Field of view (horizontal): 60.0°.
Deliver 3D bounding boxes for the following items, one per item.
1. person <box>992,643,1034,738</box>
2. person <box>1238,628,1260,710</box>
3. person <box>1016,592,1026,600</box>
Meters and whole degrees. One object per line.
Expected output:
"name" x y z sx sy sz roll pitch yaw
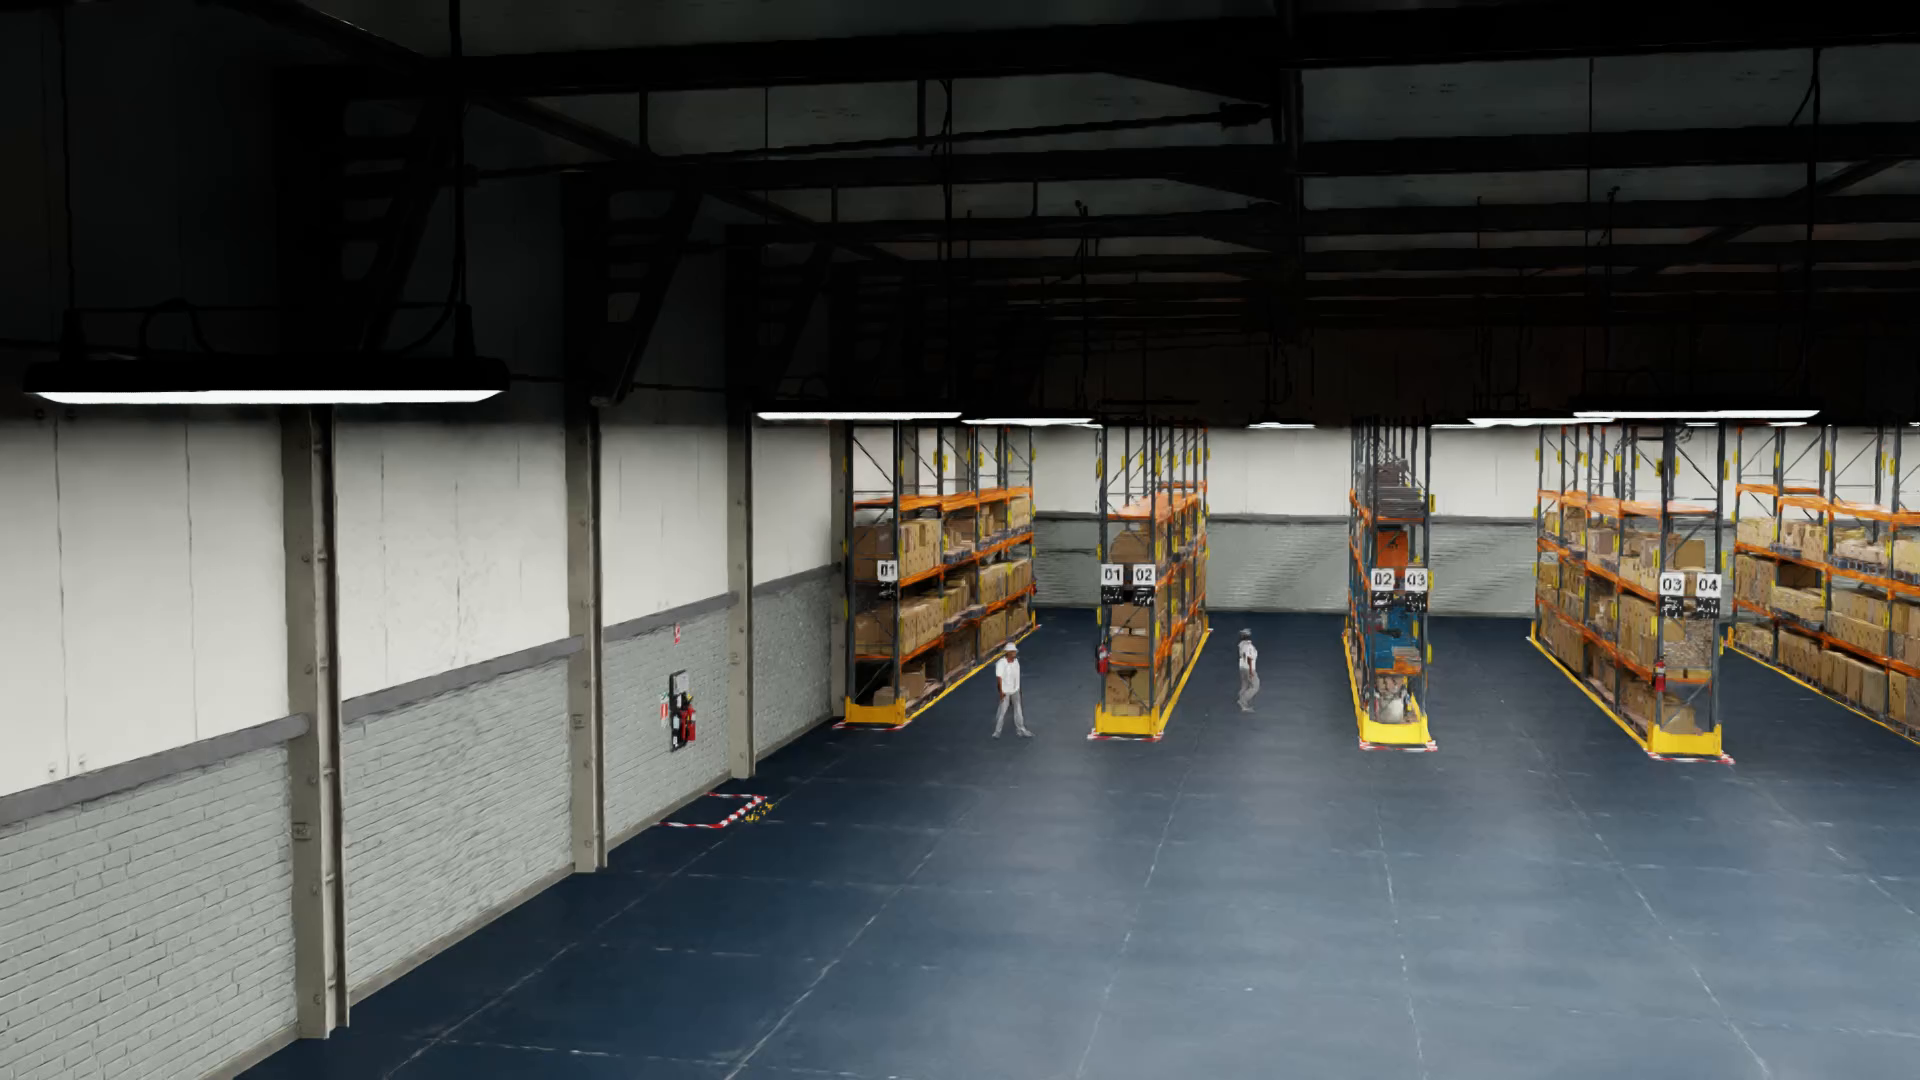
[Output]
"person" 0.951 2.776 30.827 0.731 1.758 0.533 -3 5 -41
"person" 5.821 2.636 33.802 0.422 1.674 0.501 -1 4 -16
"person" 1.746 1.557 49.692 0.469 1.695 0.694 3 5 40
